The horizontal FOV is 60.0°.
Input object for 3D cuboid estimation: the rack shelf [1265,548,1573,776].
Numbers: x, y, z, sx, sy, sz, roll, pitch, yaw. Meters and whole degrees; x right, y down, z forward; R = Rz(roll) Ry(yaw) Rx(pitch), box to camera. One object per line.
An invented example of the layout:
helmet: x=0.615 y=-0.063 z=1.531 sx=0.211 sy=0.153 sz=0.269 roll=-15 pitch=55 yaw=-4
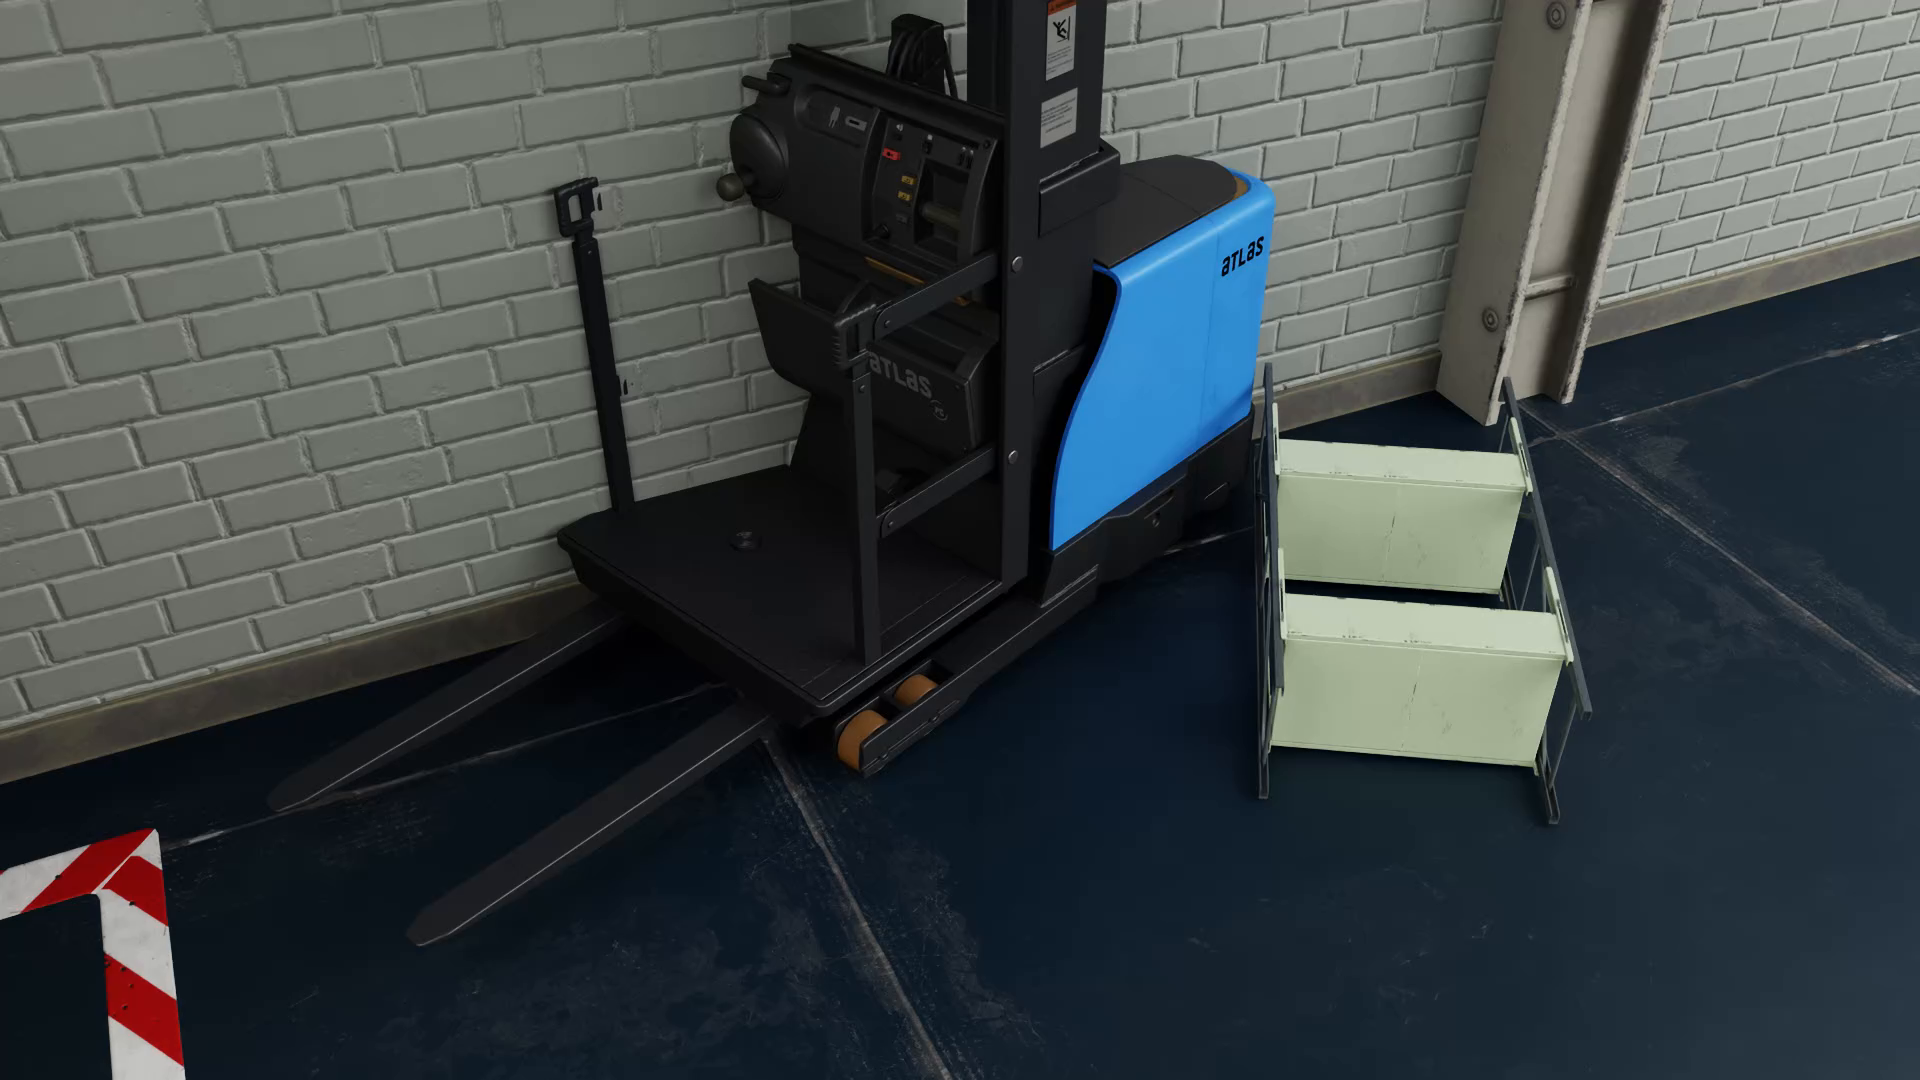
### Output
rack shelf: x=1.195 y=0.322 z=4.441 sx=0.720 sy=0.431 sz=0.370 roll=4 pitch=38 yaw=6

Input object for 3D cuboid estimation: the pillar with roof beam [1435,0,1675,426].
pillar with roof beam: x=3.769 y=-1.821 z=0.152 sx=0.400 sy=9.000 sz=9.100 roll=-16 pitch=39 yaw=-20

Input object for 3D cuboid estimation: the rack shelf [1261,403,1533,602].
rack shelf: x=1.285 y=-0.117 z=5.000 sx=0.720 sy=0.431 sz=0.370 roll=4 pitch=38 yaw=6

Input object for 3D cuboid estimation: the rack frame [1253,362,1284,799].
rack frame: x=0.881 y=0.057 z=4.784 sx=0.023 sy=0.400 sz=1.500 roll=4 pitch=38 yaw=6

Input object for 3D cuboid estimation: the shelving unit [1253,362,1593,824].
shelving unit: x=1.244 y=0.083 z=4.746 sx=0.755 sy=0.431 sz=1.500 roll=4 pitch=38 yaw=6

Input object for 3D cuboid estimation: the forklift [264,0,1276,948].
forklift: x=-0.422 y=-0.901 z=4.004 sx=1.130 sy=2.935 sz=3.031 roll=28 pitch=45 yaw=33

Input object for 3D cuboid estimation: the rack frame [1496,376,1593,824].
rack frame: x=1.607 y=0.109 z=4.707 sx=0.023 sy=0.400 sz=1.500 roll=4 pitch=38 yaw=6
